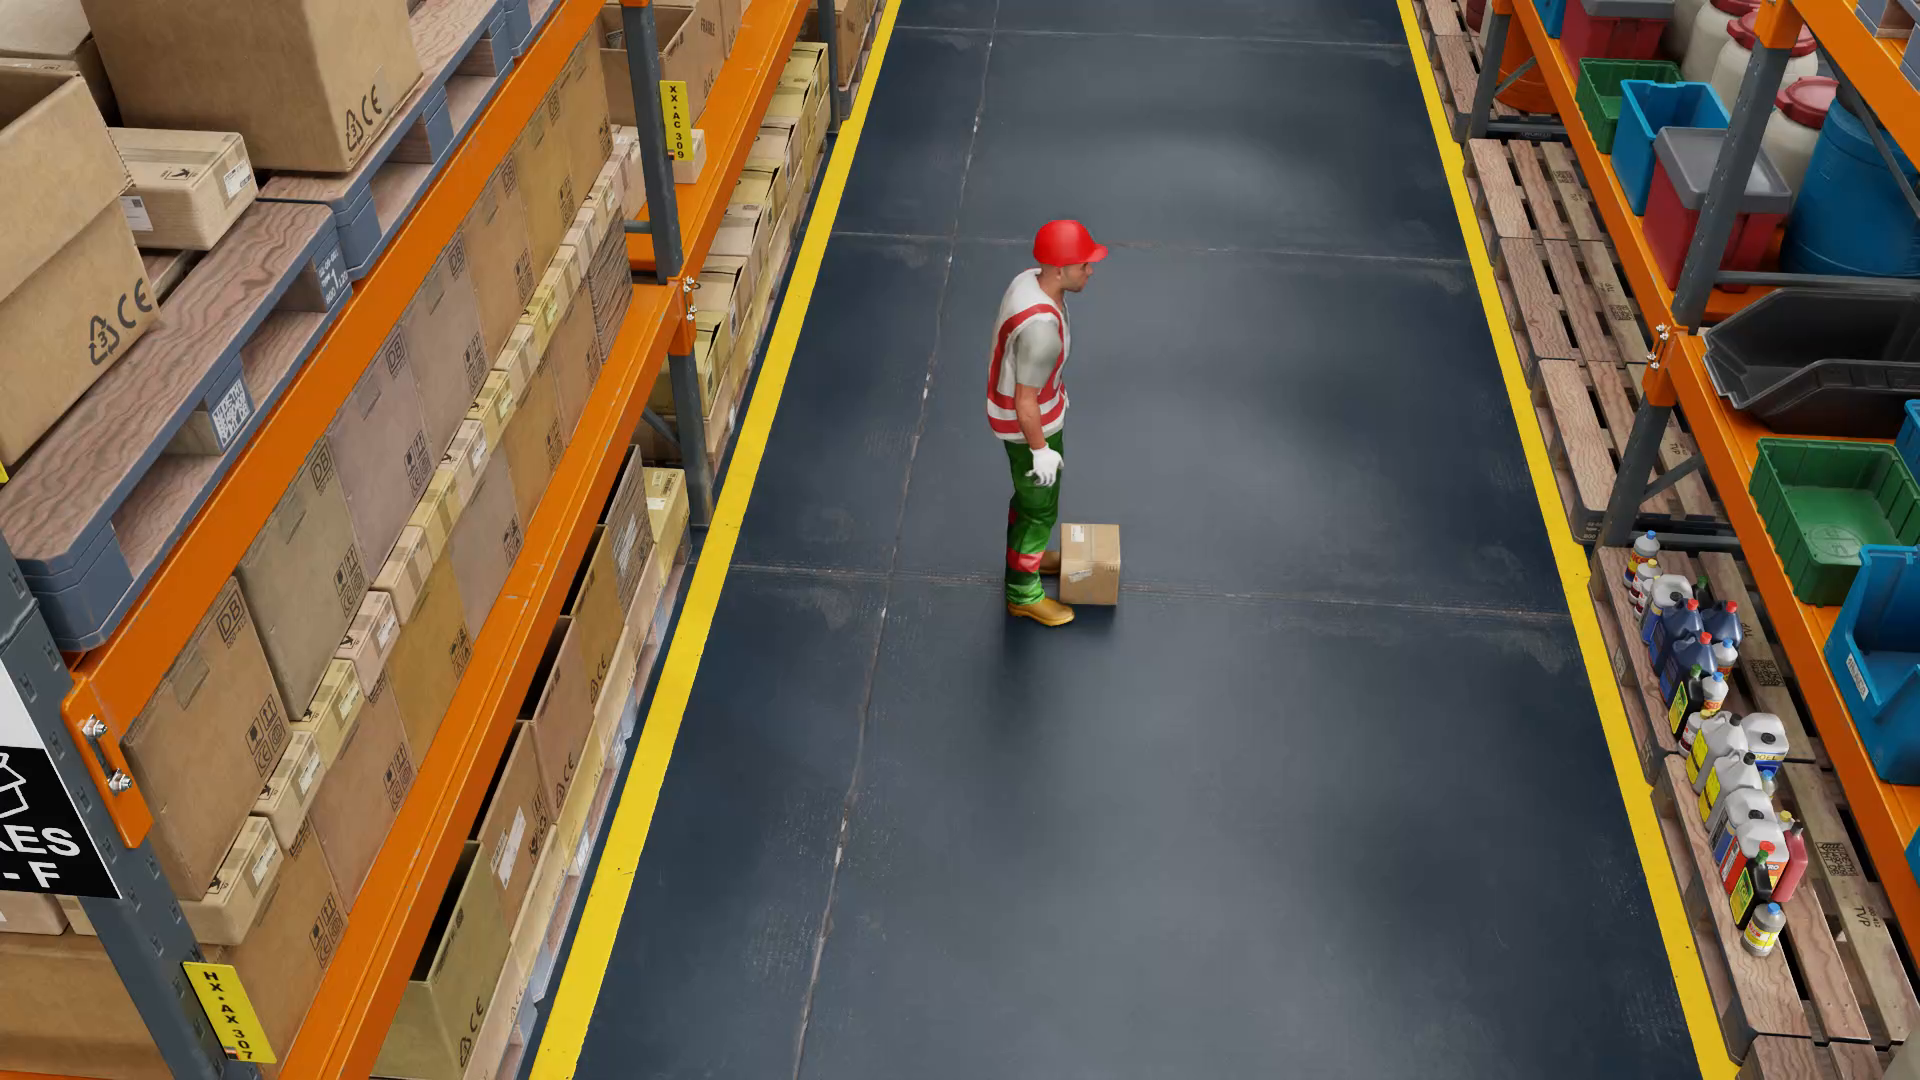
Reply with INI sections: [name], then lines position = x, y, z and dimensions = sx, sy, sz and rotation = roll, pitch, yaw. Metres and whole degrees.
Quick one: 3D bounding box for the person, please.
[person]
position = 0.331, -0.486, 6.728
dimensions = 0.448, 1.780, 0.610
rotation = 3, 40, 4
